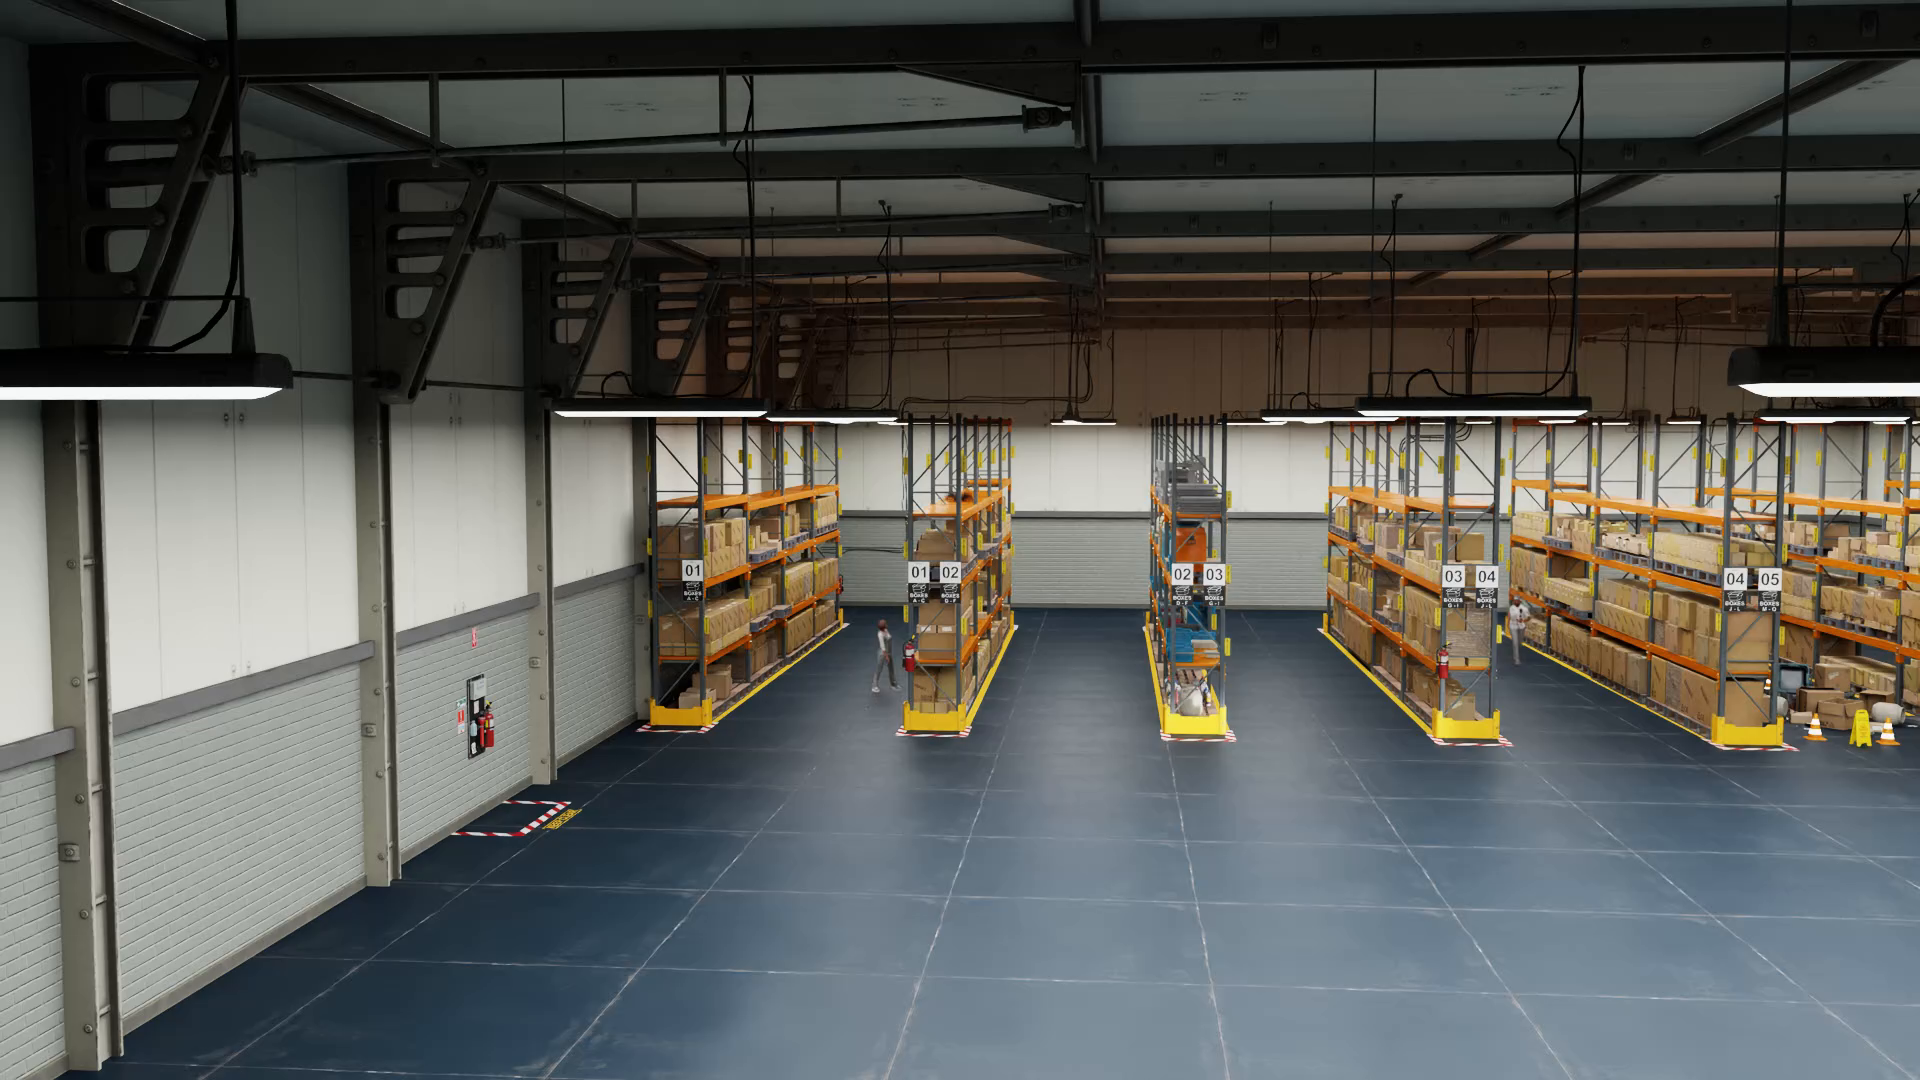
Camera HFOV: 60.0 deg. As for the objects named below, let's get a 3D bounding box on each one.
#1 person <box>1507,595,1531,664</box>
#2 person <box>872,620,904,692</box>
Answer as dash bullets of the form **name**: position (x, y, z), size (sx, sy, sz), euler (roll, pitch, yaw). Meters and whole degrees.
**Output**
- **person**: position (13.580, 2.145, 40.371), size (0.519, 1.645, 1.028), euler (0, 4, 7)
- **person**: position (-1.593, 2.503, 36.089), size (0.570, 1.590, 0.566), euler (2, 4, 28)
